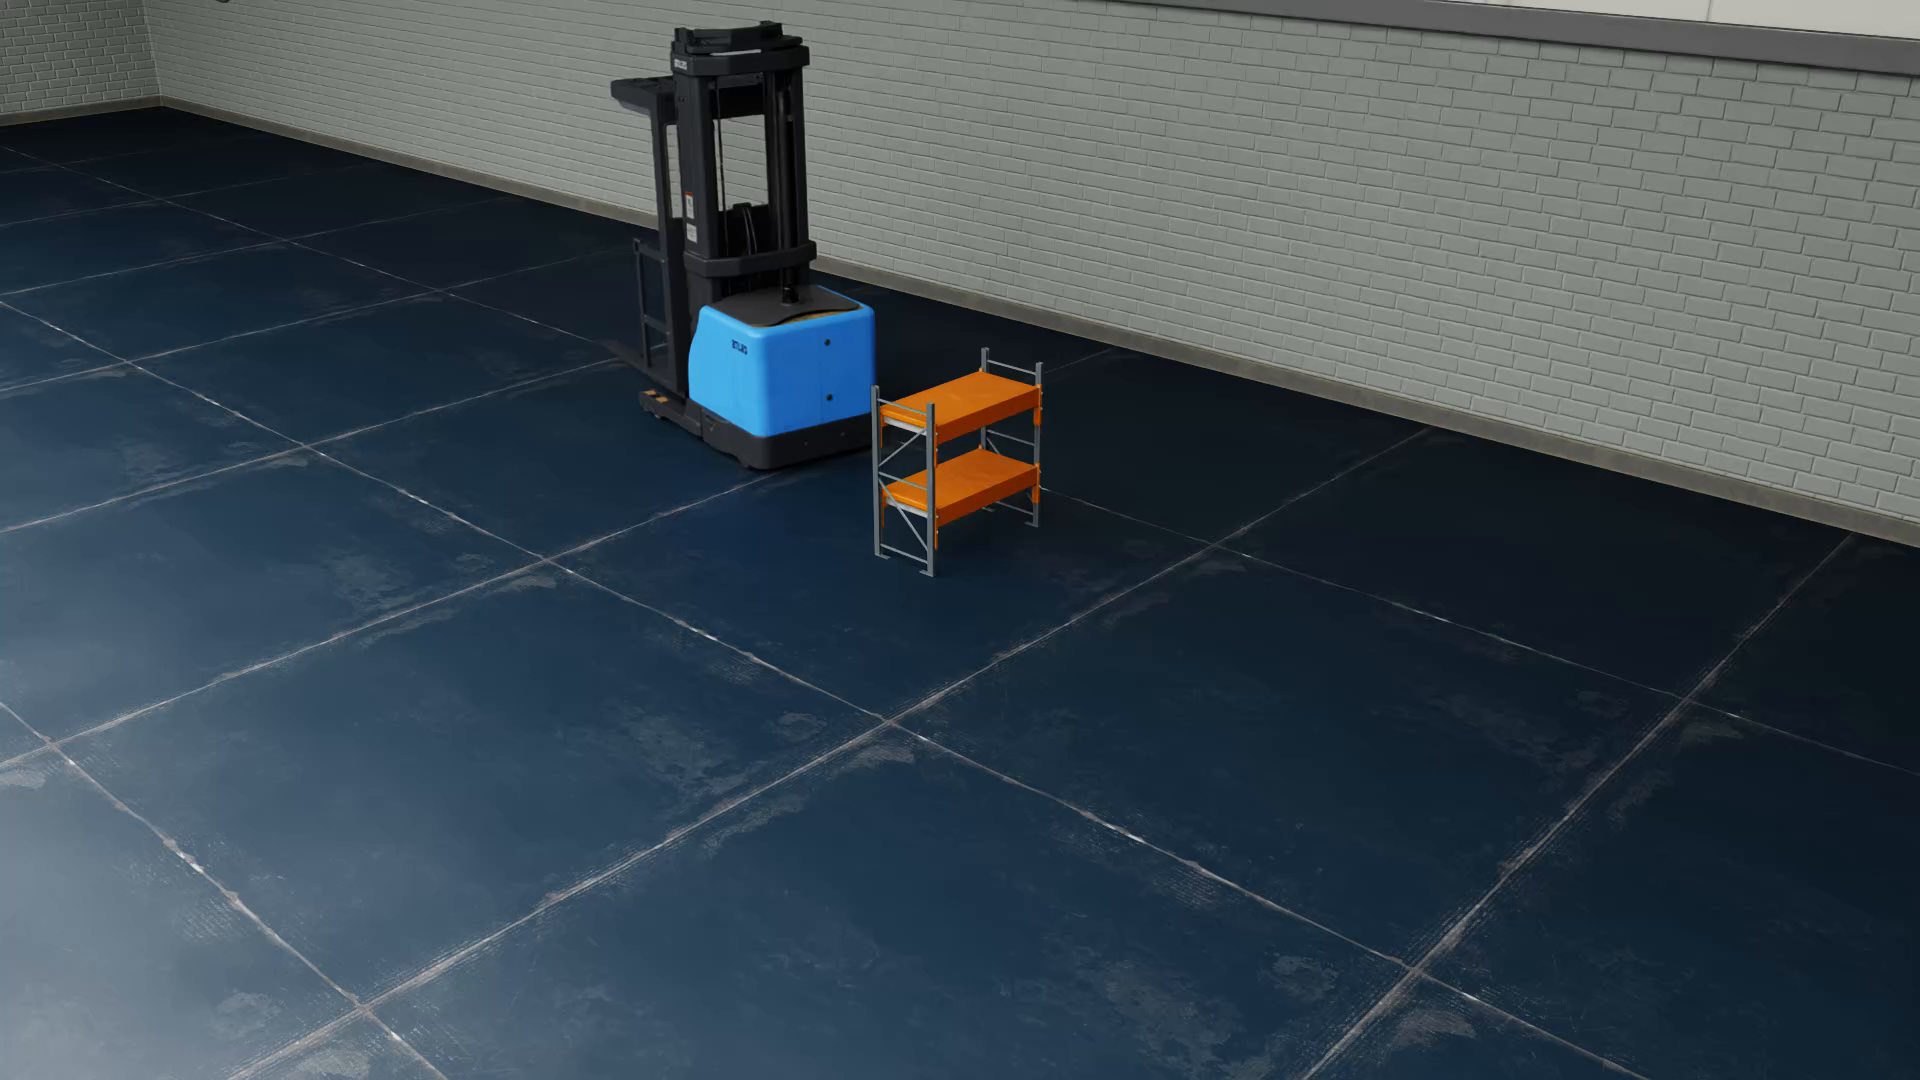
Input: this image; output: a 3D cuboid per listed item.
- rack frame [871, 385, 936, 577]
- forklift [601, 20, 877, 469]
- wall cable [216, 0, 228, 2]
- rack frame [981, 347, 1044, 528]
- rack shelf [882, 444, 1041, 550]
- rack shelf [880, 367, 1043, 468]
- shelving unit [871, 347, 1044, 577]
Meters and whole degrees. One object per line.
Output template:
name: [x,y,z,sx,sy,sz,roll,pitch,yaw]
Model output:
rack frame: [-0.344,-0.356,10.170,0.500,1.125,0.032,20,31,38]
forklift: [-1.854,-2.378,12.471,1.130,2.935,3.031,-16,29,-32]
wall cable: [-11.295,-9.016,23.655,3.097,2.526,0.112,20,31,38]
rack frame: [0.335,-0.666,10.861,0.500,1.125,0.032,20,31,38]
rack shelf: [-0.005,-0.288,10.615,0.538,0.278,1.000,20,31,38]
rack shelf: [-0.005,-0.778,10.396,0.538,0.278,1.000,20,31,38]
shelving unit: [-0.005,-0.511,10.515,0.538,1.125,1.048,20,31,38]
